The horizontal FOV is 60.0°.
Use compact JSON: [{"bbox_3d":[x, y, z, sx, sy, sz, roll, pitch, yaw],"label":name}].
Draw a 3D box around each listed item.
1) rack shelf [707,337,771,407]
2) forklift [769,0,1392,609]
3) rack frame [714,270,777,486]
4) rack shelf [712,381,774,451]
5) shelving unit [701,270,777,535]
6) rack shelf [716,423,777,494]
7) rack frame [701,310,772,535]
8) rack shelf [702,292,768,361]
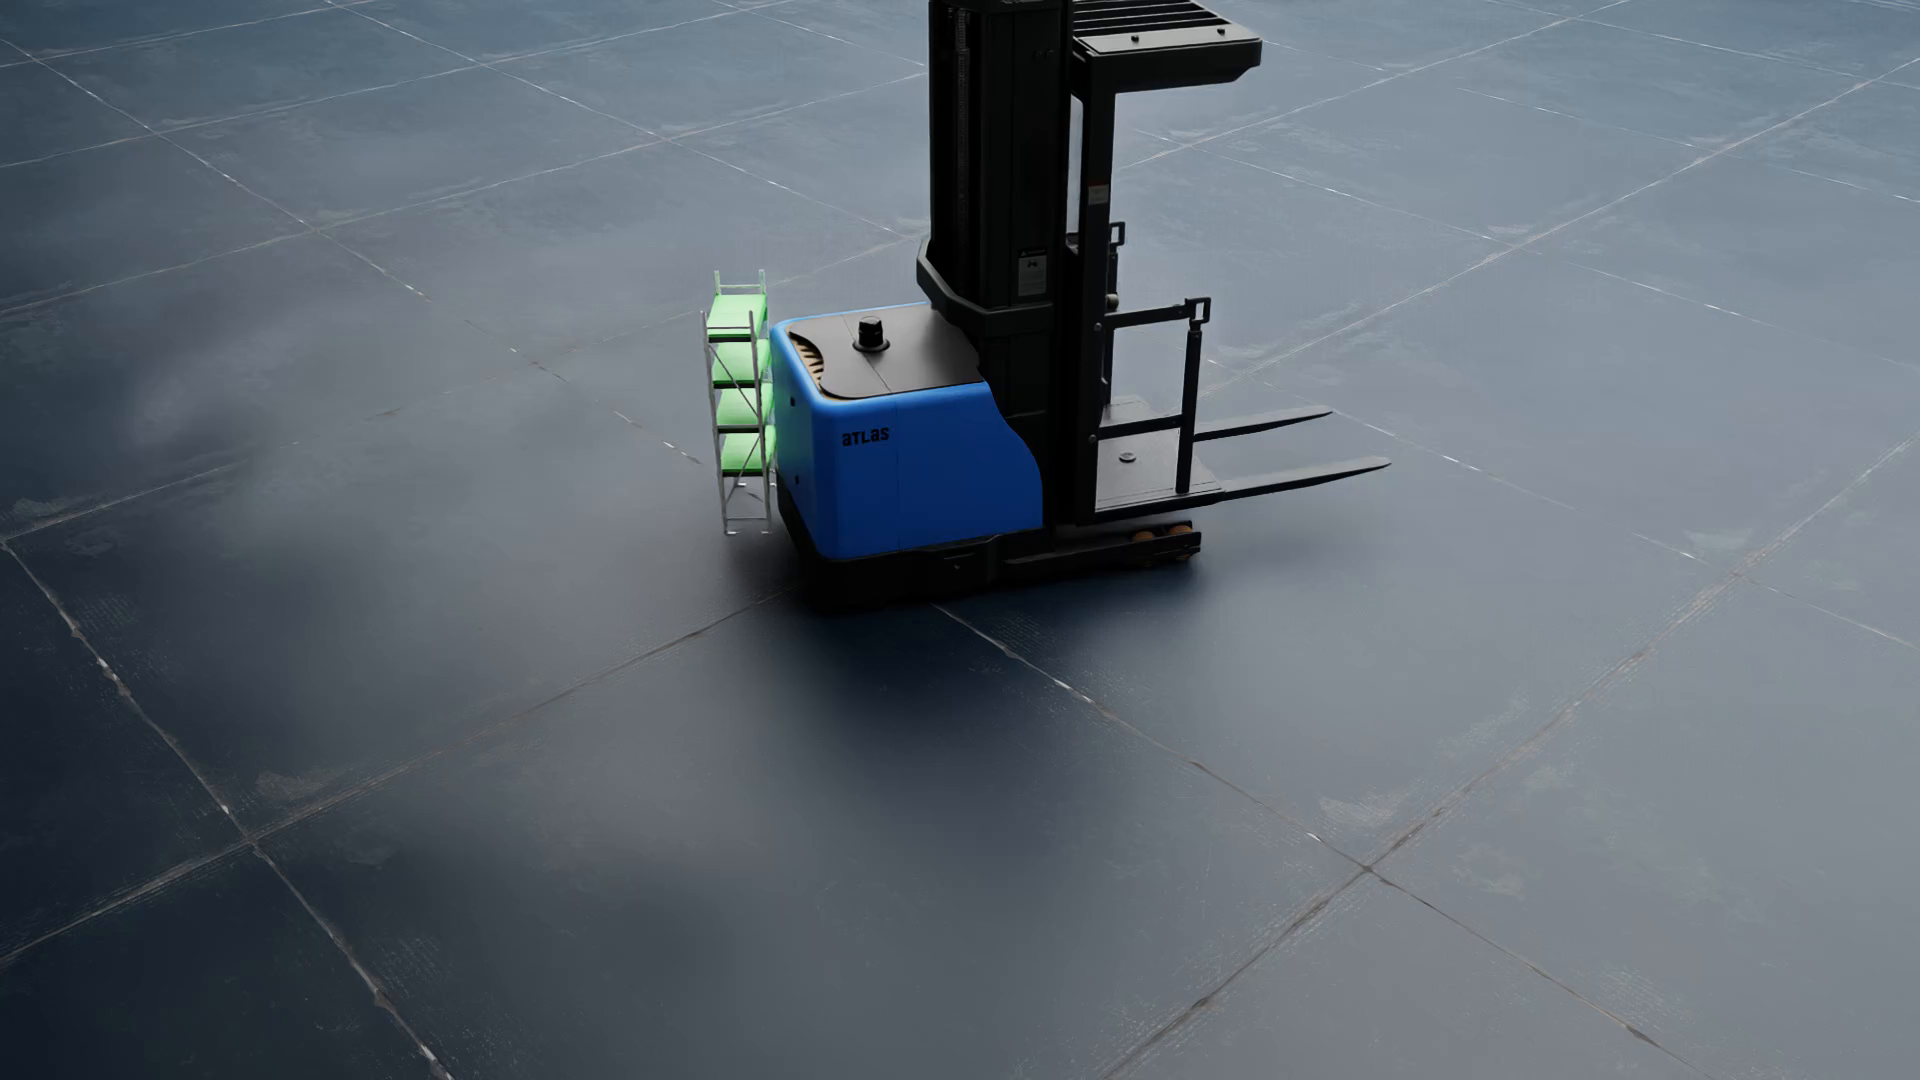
[{"bbox_3d":[-1.069,-0.822,8.102,0.258,0.148,0.480,-1,31,0],"label":"rack shelf"},{"bbox_3d":[0.657,-1.375,7.689,3.031,2.935,1.130,-10,33,-15],"label":"forklift"},{"bbox_3d":[-1.067,-0.799,8.402,0.240,1.200,0.015,-1,31,0],"label":"rack frame"},{"bbox_3d":[-1.065,-0.617,8.227,0.258,0.148,0.480,-1,31,0],"label":"rack shelf"},{"bbox_3d":[-1.066,-0.671,8.194,0.258,1.200,0.503,-1,31,0],"label":"shelving unit"},{"bbox_3d":[-1.062,-0.412,8.352,0.258,0.148,0.480,-1,31,0],"label":"rack shelf"},{"bbox_3d":[-1.066,-0.544,7.986,0.240,1.200,0.015,-1,31,0],"label":"rack frame"},{"bbox_3d":[-1.073,-1.026,7.977,0.258,0.148,0.480,-1,31,0],"label":"rack shelf"}]
